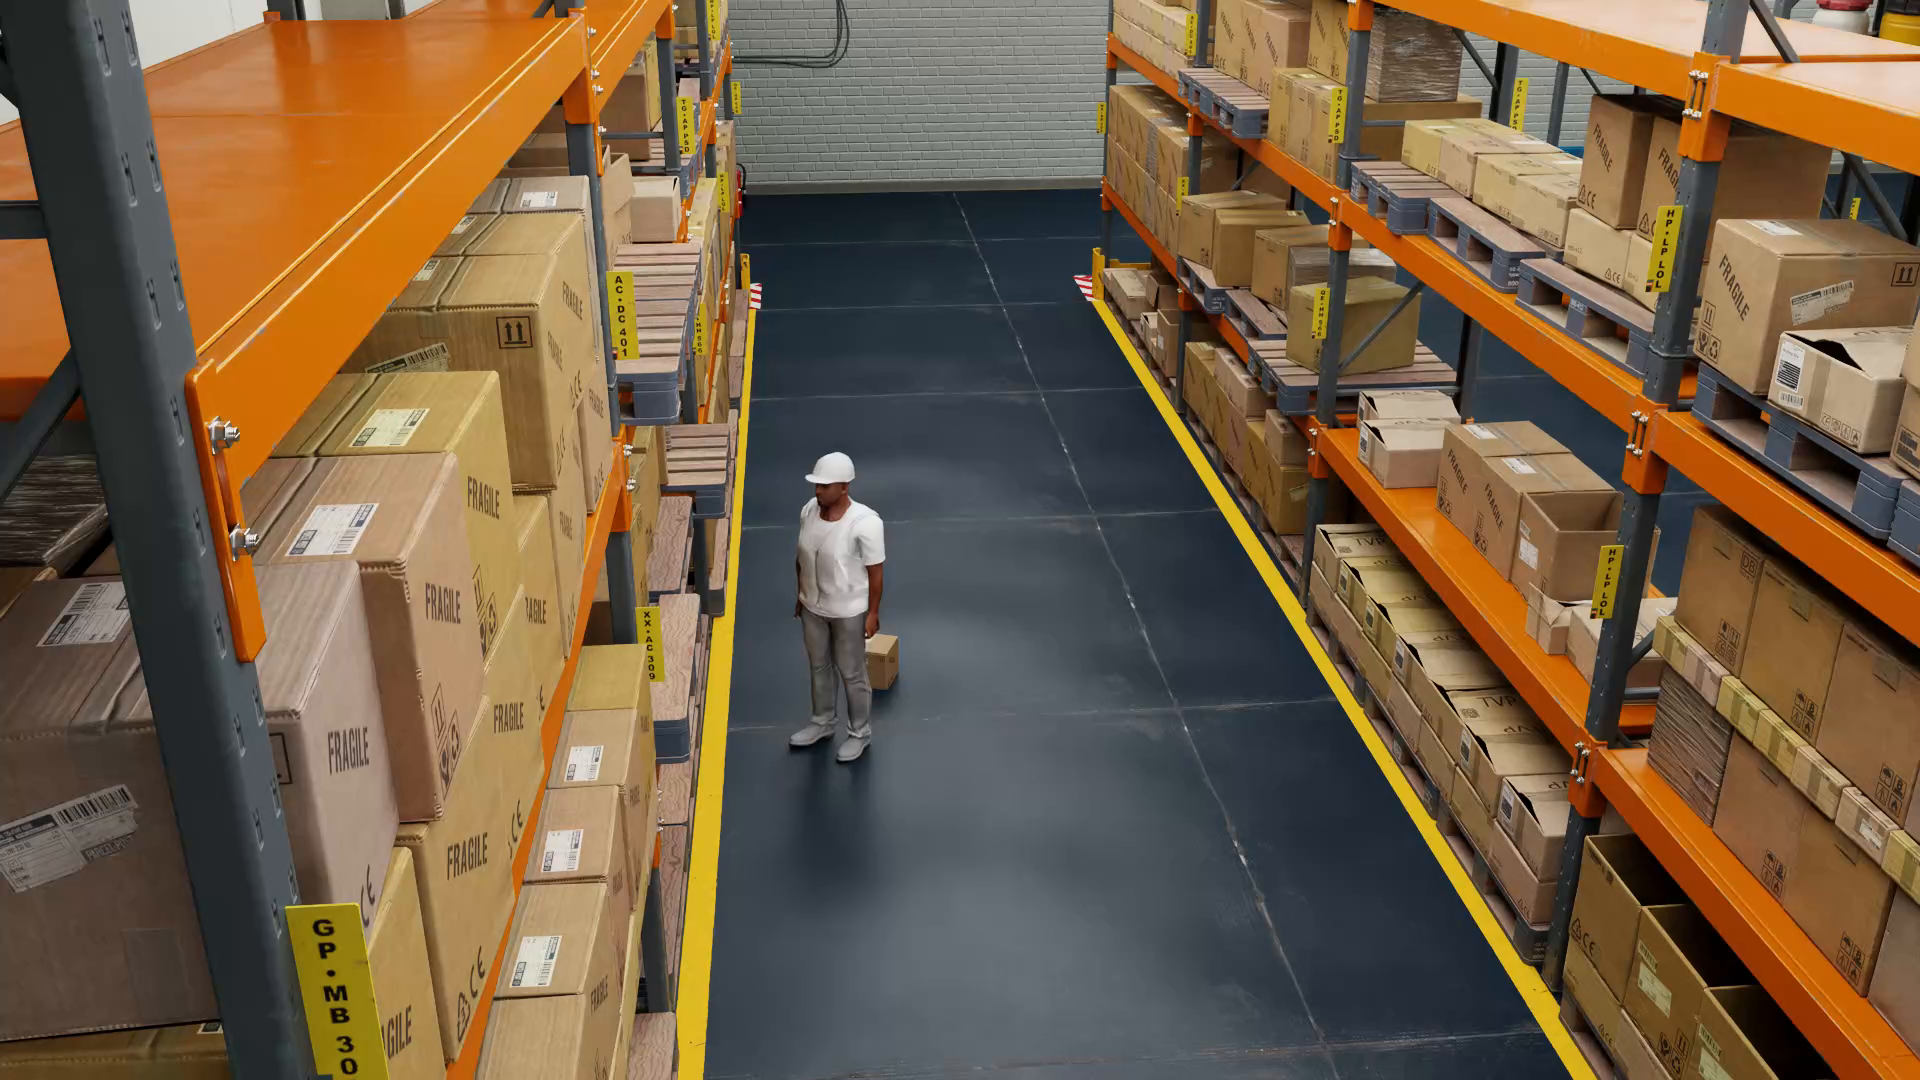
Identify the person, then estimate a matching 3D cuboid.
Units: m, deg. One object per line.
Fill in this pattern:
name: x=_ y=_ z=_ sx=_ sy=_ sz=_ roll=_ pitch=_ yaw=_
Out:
person: x=-0.699 y=0.367 z=9.225 sx=0.569 sy=1.772 sz=0.385 roll=15 pitch=28 yaw=31
